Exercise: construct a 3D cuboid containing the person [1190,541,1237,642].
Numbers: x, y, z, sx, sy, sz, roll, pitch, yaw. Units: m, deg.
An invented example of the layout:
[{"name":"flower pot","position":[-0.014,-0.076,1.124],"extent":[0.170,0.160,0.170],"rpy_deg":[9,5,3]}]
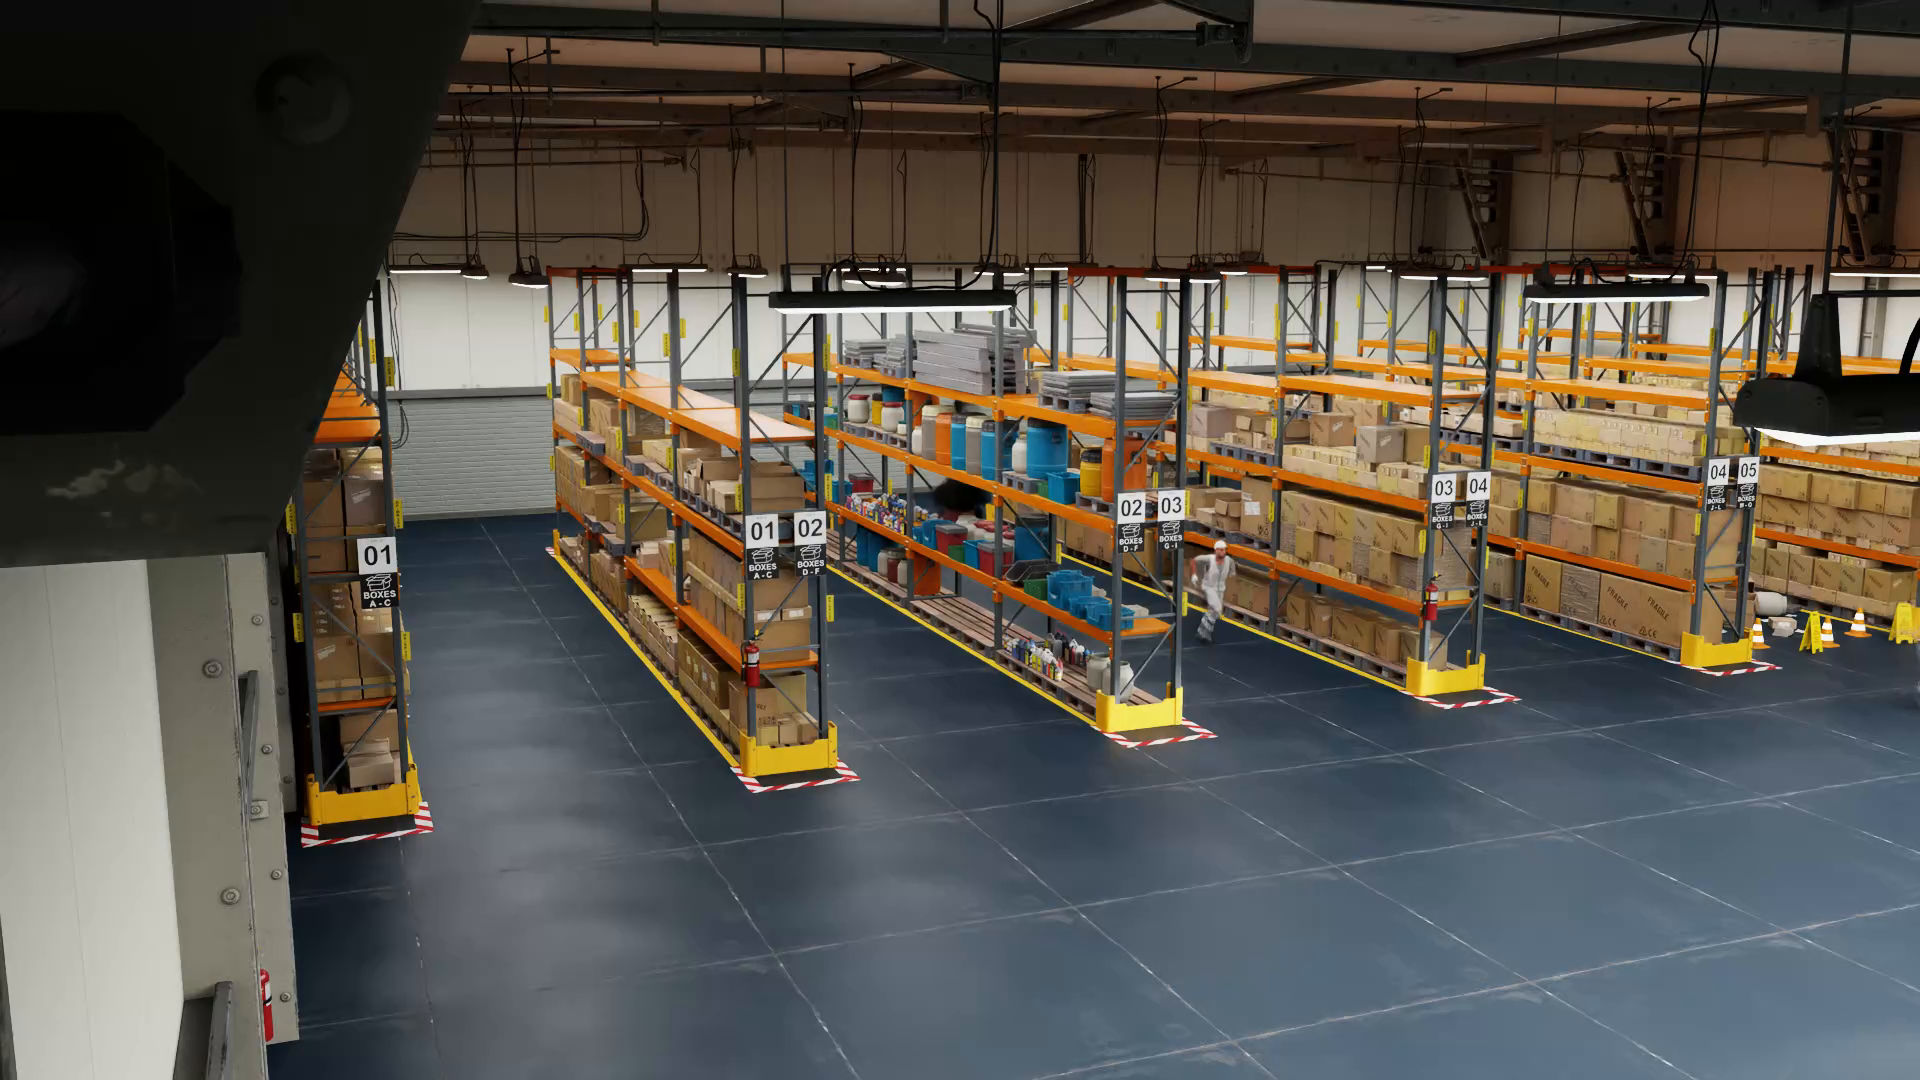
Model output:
[{"name":"person","position":[4.094,0.825,26.787],"extent":[0.642,1.701,0.880],"rpy_deg":[-5,11,-25]}]
